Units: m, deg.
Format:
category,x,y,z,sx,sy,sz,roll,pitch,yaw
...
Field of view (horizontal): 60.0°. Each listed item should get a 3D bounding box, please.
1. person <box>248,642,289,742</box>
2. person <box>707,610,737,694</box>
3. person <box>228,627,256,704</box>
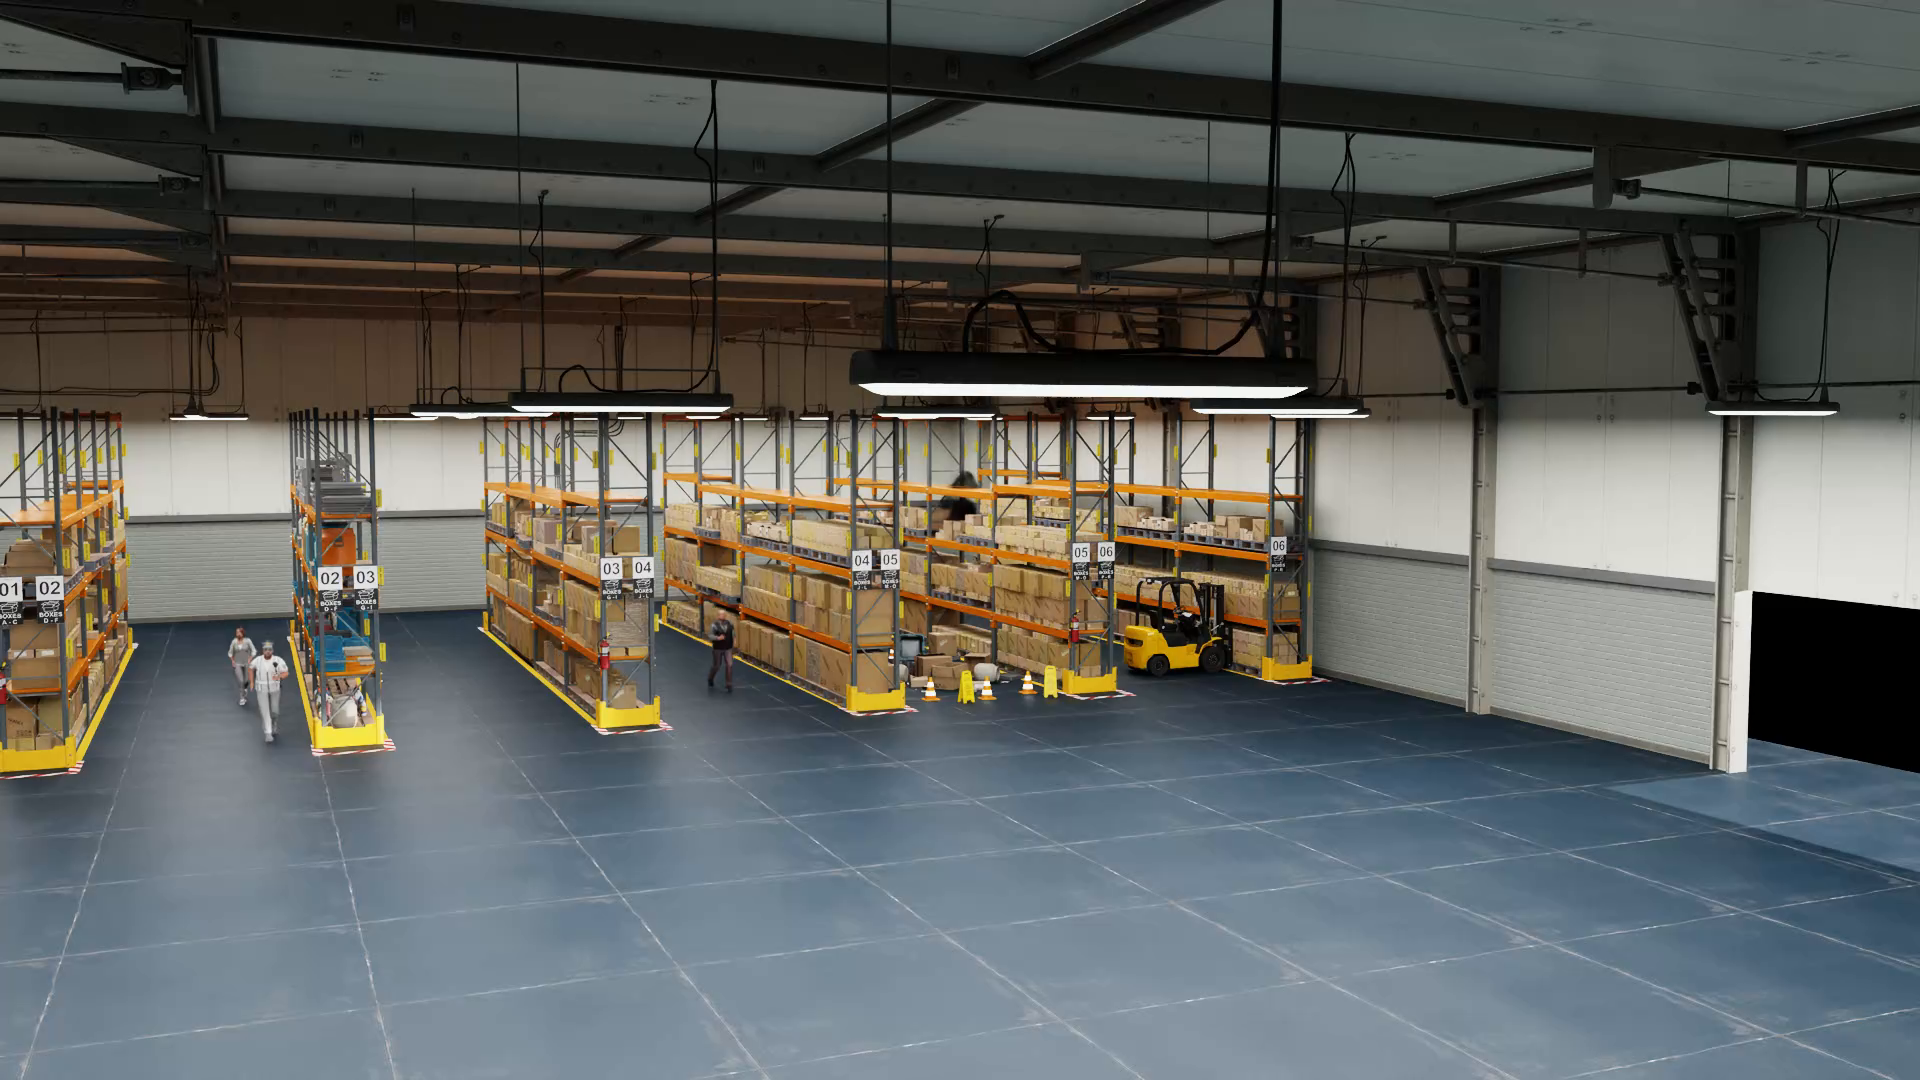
category,x,y,z,sx,sy,sz,roll,pitch,yaw
person,-12.510,2.703,30.102,0.676,1.755,0.980,-2,4,-24
person,-5.102,2.366,35.631,0.665,1.757,0.945,-2,4,-26
person,-14.702,2.567,34.067,0.536,1.568,0.506,-1,4,-19
